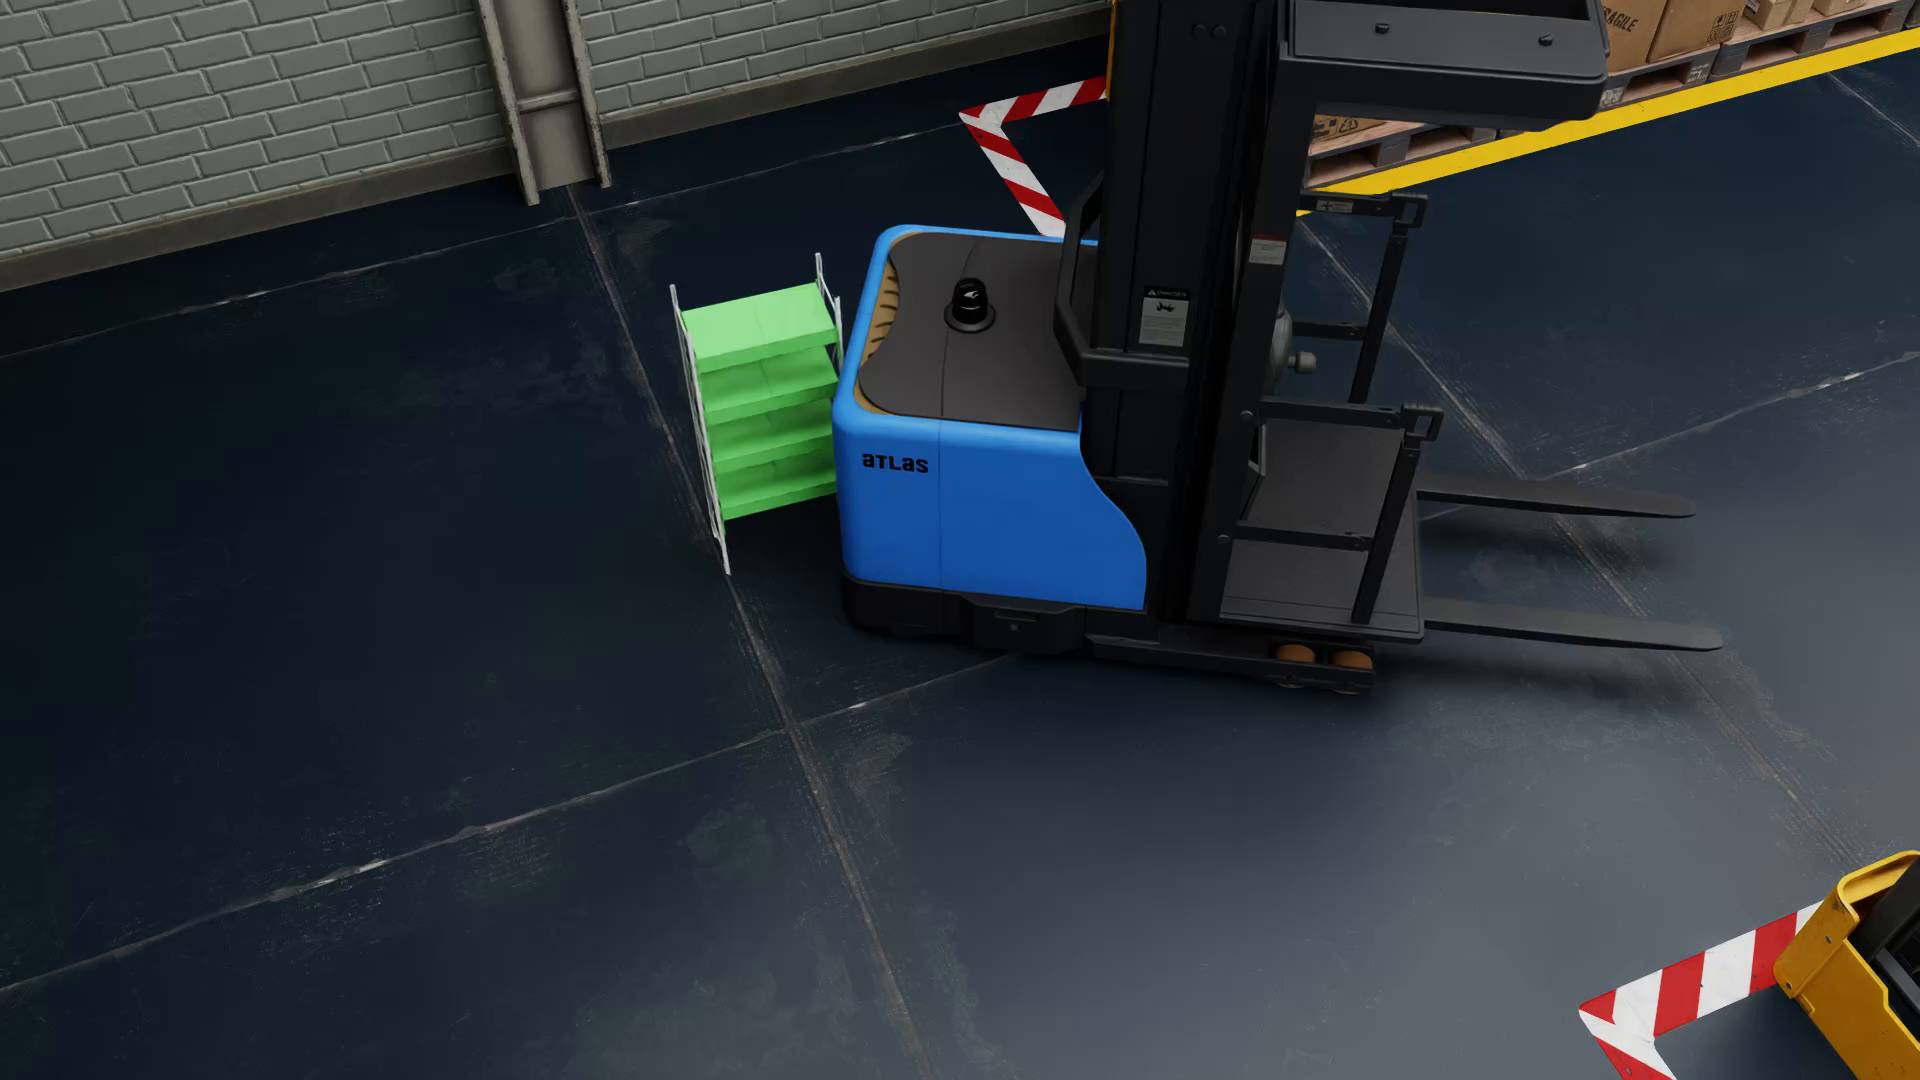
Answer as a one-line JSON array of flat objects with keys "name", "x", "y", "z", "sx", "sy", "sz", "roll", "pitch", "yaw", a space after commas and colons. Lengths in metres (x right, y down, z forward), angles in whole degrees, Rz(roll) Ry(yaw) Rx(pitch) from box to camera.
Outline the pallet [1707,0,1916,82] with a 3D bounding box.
[{"name": "pallet", "x": 4.066, "y": -2.842, "z": 8.552, "sx": 1.213, "sy": 0.211, "sz": 1.003, "roll": -17, "pitch": 52, "yaw": -14}]

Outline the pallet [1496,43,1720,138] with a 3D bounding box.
[{"name": "pallet", "x": 2.934, "y": -2.489, "z": 8.249, "sx": 1.213, "sy": 0.211, "sz": 1.003, "roll": -17, "pitch": 52, "yaw": -14}]

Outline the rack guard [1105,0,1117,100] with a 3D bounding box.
[{"name": "rack guard", "x": 1.069, "y": -2.007, "z": 7.644, "sx": 0.348, "sy": 0.500, "sz": 1.175, "roll": -17, "pitch": 52, "yaw": -14}]

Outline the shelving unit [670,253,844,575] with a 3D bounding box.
[{"name": "shelving unit", "x": -0.662, "y": -0.409, "z": 5.810, "sx": 0.503, "sy": 1.200, "sz": 0.258, "roll": -15, "pitch": 51, "yaw": -12}]

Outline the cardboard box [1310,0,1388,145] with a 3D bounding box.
[{"name": "cardboard box", "x": 1.601, "y": -2.232, "z": 7.558, "sx": 0.637, "sy": 0.503, "sz": 0.797, "roll": -19, "pitch": 52, "yaw": -16}]

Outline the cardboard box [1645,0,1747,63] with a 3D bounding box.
[{"name": "cardboard box", "x": 3.368, "y": -2.747, "z": 8.003, "sx": 0.500, "sy": 0.500, "sz": 0.700, "roll": -19, "pitch": 52, "yaw": -16}]

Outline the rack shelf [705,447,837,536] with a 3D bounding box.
[{"name": "rack shelf", "x": -0.662, "y": -0.211, "z": 6.041, "sx": 0.480, "sy": 0.148, "sz": 0.258, "roll": -15, "pitch": 51, "yaw": -12}]

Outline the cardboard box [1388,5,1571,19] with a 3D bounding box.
[{"name": "cardboard box", "x": 2.407, "y": -2.449, "z": 7.747, "sx": 0.500, "sy": 0.500, "sz": 0.700, "roll": -15, "pitch": 51, "yaw": -13}]

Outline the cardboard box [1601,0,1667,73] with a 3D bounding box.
[{"name": "cardboard box", "x": 2.934, "y": -2.530, "z": 7.817, "sx": 0.500, "sy": 0.500, "sz": 0.500, "roll": -16, "pitch": 51, "yaw": -14}]

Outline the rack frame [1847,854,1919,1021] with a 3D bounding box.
[{"name": "rack frame", "x": 2.879, "y": 0.685, "z": 3.684, "sx": 0.127, "sy": 3.000, "sz": 1.000, "roll": -17, "pitch": 52, "yaw": -14}]

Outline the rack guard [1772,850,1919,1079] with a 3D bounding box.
[{"name": "rack guard", "x": 2.857, "y": 1.506, "z": 4.627, "sx": 0.348, "sy": 0.500, "sz": 1.175, "roll": -17, "pitch": 52, "yaw": -14}]

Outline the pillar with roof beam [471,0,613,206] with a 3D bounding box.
[{"name": "pillar with roof beam", "x": -0.210, "y": -1.590, "z": 1.684, "sx": 0.400, "sy": 9.000, "sz": 9.100, "roll": -17, "pitch": 52, "yaw": -14}]

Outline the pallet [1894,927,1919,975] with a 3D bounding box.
[{"name": "pallet", "x": 3.590, "y": 1.309, "z": 4.986, "sx": 1.213, "sy": 0.211, "sz": 1.003, "roll": -17, "pitch": 52, "yaw": -14}]

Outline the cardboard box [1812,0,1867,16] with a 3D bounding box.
[{"name": "cardboard box", "x": 4.297, "y": -2.789, "z": 8.270, "sx": 0.250, "sy": 0.149, "sz": 0.380, "roll": -19, "pitch": 52, "yaw": -15}]

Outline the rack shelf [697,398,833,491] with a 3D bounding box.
[{"name": "rack shelf", "x": -0.662, "y": -0.367, "z": 5.859, "sx": 0.480, "sy": 0.148, "sz": 0.258, "roll": -15, "pitch": 51, "yaw": -12}]

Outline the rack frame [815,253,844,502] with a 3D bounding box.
[{"name": "rack frame", "x": -0.432, "y": -0.469, "z": 5.862, "sx": 0.015, "sy": 1.200, "sz": 0.240, "roll": -15, "pitch": 51, "yaw": -12}]

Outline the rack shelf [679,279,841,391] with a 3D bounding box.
[{"name": "rack shelf", "x": -0.662, "y": -0.680, "z": 5.494, "sx": 0.480, "sy": 0.148, "sz": 0.258, "roll": -15, "pitch": 51, "yaw": -12}]

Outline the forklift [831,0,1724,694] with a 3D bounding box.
[{"name": "forklift", "x": 1.138, "y": -0.851, "z": 5.049, "sx": 3.031, "sy": 2.935, "sz": 1.130, "roll": 6, "pitch": 50, "yaw": 5}]

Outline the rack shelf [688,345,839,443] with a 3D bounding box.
[{"name": "rack shelf", "x": -0.662, "y": -0.523, "z": 5.676, "sx": 0.480, "sy": 0.148, "sz": 0.258, "roll": -15, "pitch": 51, "yaw": -12}]

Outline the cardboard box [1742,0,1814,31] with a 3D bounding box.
[{"name": "cardboard box", "x": 3.967, "y": -2.725, "z": 8.138, "sx": 0.258, "sy": 0.266, "sz": 0.396, "roll": -16, "pitch": 51, "yaw": -13}]

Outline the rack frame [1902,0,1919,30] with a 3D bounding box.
[{"name": "rack frame", "x": 4.702, "y": -3.947, "z": 7.663, "sx": 0.127, "sy": 3.000, "sz": 1.000, "roll": -17, "pitch": 52, "yaw": -14}]

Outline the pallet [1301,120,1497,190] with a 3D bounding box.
[{"name": "pallet", "x": 1.807, "y": -2.142, "z": 7.951, "sx": 1.213, "sy": 0.211, "sz": 1.003, "roll": -17, "pitch": 52, "yaw": -14}]

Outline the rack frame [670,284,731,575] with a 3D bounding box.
[{"name": "rack frame", "x": -0.893, "y": -0.349, "z": 5.758, "sx": 0.015, "sy": 1.200, "sz": 0.240, "roll": -15, "pitch": 51, "yaw": -12}]
